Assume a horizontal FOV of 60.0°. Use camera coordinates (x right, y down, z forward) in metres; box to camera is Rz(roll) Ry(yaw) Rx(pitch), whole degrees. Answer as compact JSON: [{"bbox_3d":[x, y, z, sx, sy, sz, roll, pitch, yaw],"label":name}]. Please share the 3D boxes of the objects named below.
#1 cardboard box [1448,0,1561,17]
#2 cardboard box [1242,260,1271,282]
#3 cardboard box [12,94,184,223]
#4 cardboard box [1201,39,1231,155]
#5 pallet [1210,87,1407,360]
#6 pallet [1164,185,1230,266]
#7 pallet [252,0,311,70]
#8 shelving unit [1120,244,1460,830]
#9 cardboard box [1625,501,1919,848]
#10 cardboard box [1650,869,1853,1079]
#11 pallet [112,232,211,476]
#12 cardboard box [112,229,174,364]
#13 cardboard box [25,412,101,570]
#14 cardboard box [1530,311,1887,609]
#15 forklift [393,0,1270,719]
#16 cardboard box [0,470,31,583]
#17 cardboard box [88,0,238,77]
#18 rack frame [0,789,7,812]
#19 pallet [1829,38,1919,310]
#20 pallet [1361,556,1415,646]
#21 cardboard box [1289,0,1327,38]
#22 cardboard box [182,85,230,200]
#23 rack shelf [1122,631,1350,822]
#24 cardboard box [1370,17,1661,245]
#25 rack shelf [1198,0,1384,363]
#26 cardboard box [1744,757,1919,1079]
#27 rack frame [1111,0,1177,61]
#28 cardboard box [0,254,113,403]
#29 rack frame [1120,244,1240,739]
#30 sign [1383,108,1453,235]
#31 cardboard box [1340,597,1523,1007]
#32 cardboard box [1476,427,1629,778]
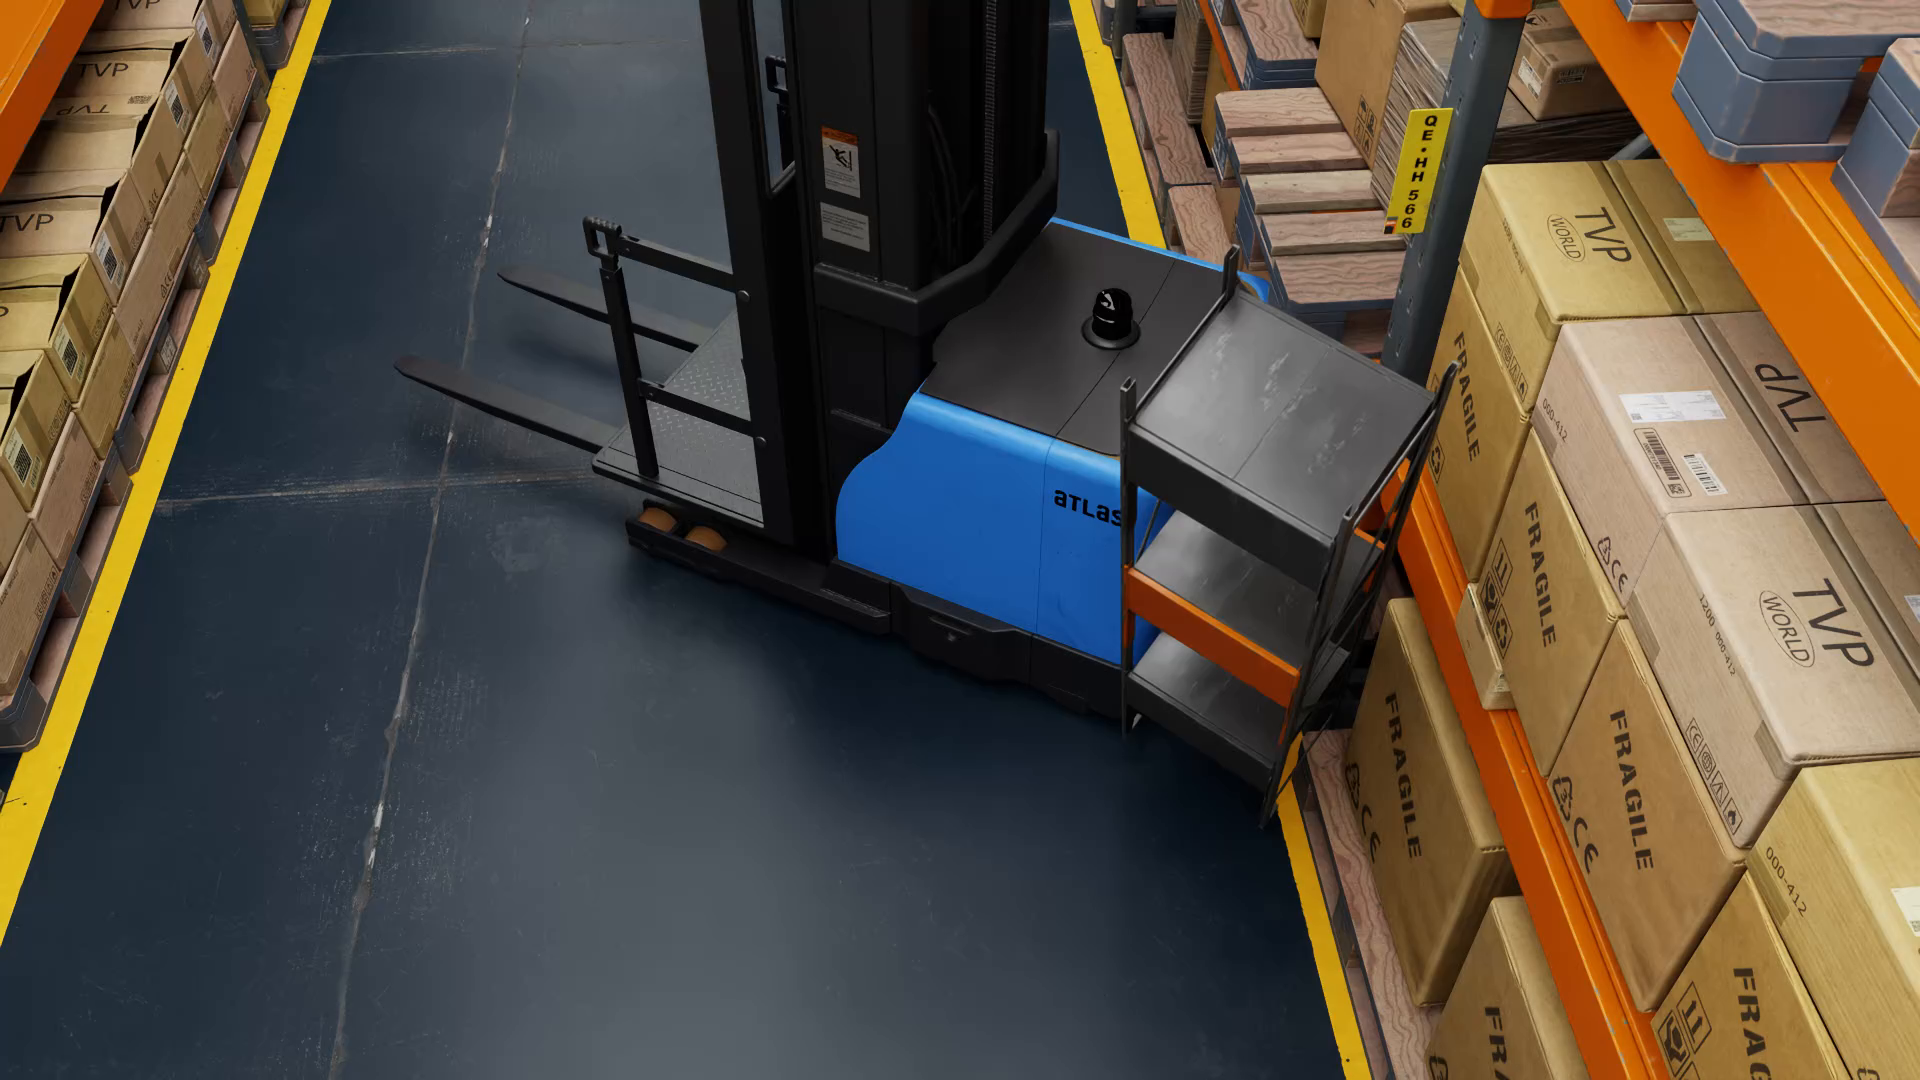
[{"bbox_3d":[1.465,-1.378,4.170,0.380,0.149,0.250,-11,47,-10],"label":"cardboard box"},{"bbox_3d":[1.456,-1.036,6.084,0.700,0.500,0.500,-4,47,-4],"label":"cardboard box"},{"bbox_3d":[-3.297,-1.458,6.284,0.500,0.311,0.500,-4,47,-3],"label":"cardboard box"},{"bbox_3d":[1.402,-1.773,6.781,0.700,0.500,0.500,-4,47,-4],"label":"cardboard box"},{"bbox_3d":[1.399,-0.932,4.699,1.213,0.211,1.003,-3,47,-3],"label":"pallet"},{"bbox_3d":[1.402,-0.976,6.529,1.003,0.211,1.213,-3,47,-3],"label":"pallet"},{"bbox_3d":[-3.731,-2.699,8.160,1.003,0.211,1.213,-3,47,-3],"label":"pallet"},{"bbox_3d":[0.720,0.134,4.112,0.503,2.100,0.431,33,72,19],"label":"shelving unit"},{"bbox_3d":[1.438,0.204,2.687,0.500,0.250,0.500,-3,47,-3],"label":"cardboard box"},{"bbox_3d":[1.477,0.849,2.592,0.500,0.500,0.500,-2,47,-2],"label":"cardboard box"},{"bbox_3d":[-3.500,-0.705,6.272,1.003,0.211,1.213,-3,47,-3],"label":"pallet"},{"bbox_3d":[-3.257,-0.891,6.133,0.500,0.250,0.500,-3,47,-2],"label":"cardboard box"},{"bbox_3d":[-3.165,-0.145,5.426,0.500,0.250,0.500,-5,47,-4],"label":"cardboard box"},{"bbox_3d":[1.392,-0.158,3.029,0.500,0.250,0.500,-4,47,-4],"label":"cardboard box"},{"bbox_3d":[-0.561,-1.213,4.880,3.031,2.935,1.130,20,50,18],"label":"forklift"},{"bbox_3d":[-3.122,0.026,4.878,0.500,0.311,0.500,-2,47,-2],"label":"cardboard box"},{"bbox_3d":[-3.386,-2.196,6.982,0.500,0.311,0.500,-3,47,-3],"label":"cardboard box"},{"bbox_3d":[-3.371,-0.185,3.860,1.000,3.000,0.127,-3,47,-3],"label":"rack frame"},{"bbox_3d":[1.768,-0.184,1.923,1.003,0.211,1.213,-2,47,-1],"label":"pallet"},{"bbox_3d":[1.501,-0.096,5.695,1.003,0.211,1.213,-3,47,-3],"label":"pallet"},{"bbox_3d":[1.389,-1.914,5.125,0.700,0.500,0.500,-3,47,-3],"label":"cardboard box"},{"bbox_3d":[-3.342,-1.630,6.832,0.500,0.250,0.500,-4,47,-4],"label":"cardboard box"},{"bbox_3d":[0.783,0.437,4.755,0.480,0.518,0.431,33,72,19],"label":"rack shelf"},{"bbox_3d":[1.516,-1.014,4.273,0.700,0.500,0.500,-8,47,-8],"label":"cardboard box"},{"bbox_3d":[1.398,-1.689,5.779,1.077,0.370,4.000,-3,47,-3],"label":"rack shelf"},{"bbox_3d":[1.487,0.573,2.338,0.500,0.250,0.500,-4,47,-4],"label":"cardboard box"},{"bbox_3d":[1.230,-3.383,6.888,1.000,3.000,0.127,-3,47,-3],"label":"rack frame"},{"bbox_3d":[-3.215,-0.723,5.587,0.500,0.311,0.500,-5,47,-4],"label":"cardboard box"},{"bbox_3d":[0.525,0.009,4.190,0.015,2.100,0.400,33,72,19],"label":"rack frame"},{"bbox_3d":[1.025,-0.820,3.718,0.100,0.325,0.005,-3,47,-3],"label":"sign"},{"bbox_3d":[1.496,0.646,4.264,0.750,0.750,0.750,-4,47,-4],"label":"cardboard box"},{"bbox_3d":[1.385,0.114,3.289,0.500,0.500,0.500,-2,47,-2],"label":"cardboard box"}]
